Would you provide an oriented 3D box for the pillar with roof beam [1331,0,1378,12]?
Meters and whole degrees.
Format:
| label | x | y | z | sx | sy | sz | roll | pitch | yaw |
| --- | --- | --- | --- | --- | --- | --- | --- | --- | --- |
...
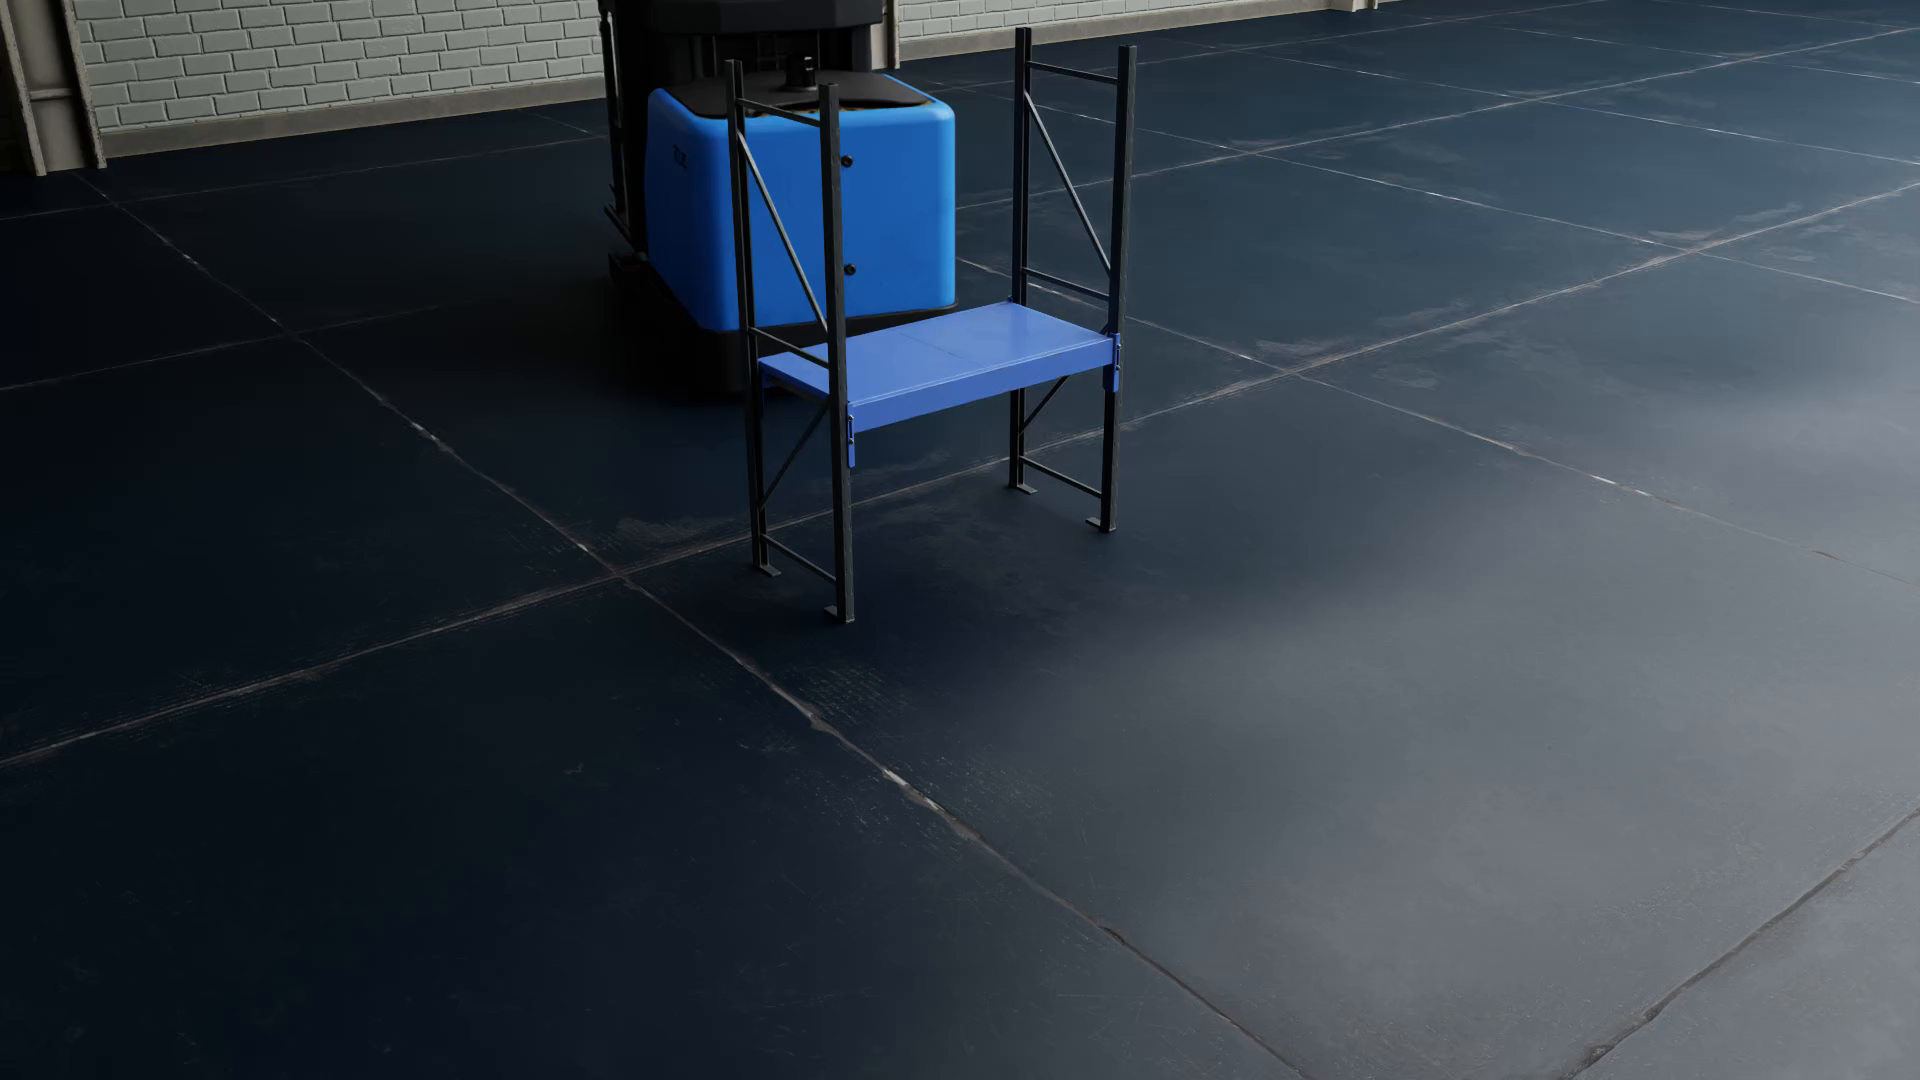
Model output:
| label | x | y | z | sx | sy | sz | roll | pitch | yaw |
| --- | --- | --- | --- | --- | --- | --- | --- | --- | --- |
| pillar with roof beam | 6.643 | -8.048 | 11.901 | 0.400 | 9.000 | 9.100 | -18 | 31 | -34 |

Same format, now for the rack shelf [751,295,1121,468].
| label | x | y | z | sx | sy | sz | roll | pitch | yaw |
| --- | --- | --- | --- | --- | --- | --- | --- | --- | --- |
| rack shelf | -0.067 | -0.495 | 4.962 | 1.000 | 0.185 | 0.538 | -18 | 31 | -34 |

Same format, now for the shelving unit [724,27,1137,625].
| label | x | y | z | sx | sy | sz | roll | pitch | yaw |
| --- | --- | --- | --- | --- | --- | --- | --- | --- | --- |
| shelving unit | -0.067 | -0.658 | 4.887 | 1.048 | 1.500 | 0.538 | -18 | 31 | -34 |

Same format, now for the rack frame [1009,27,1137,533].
| label | x | y | z | sx | sy | sz | roll | pitch | yaw |
| --- | --- | --- | --- | --- | --- | --- | --- | --- | --- |
| rack frame | 0.333 | -0.790 | 5.171 | 0.032 | 1.500 | 0.500 | -18 | 31 | -34 |

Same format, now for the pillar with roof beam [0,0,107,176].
| label | x | y | z | sx | sy | sz | roll | pitch | yaw |
| --- | --- | --- | --- | --- | --- | --- | --- | --- | --- |
| pillar with roof beam | -2.800 | -4.930 | 5.184 | 0.400 | 9.000 | 9.100 | -18 | 31 | -34 |

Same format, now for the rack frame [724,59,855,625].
| label | x | y | z | sx | sy | sz | roll | pitch | yaw |
| --- | --- | --- | --- | --- | --- | --- | --- | --- | --- |
| rack frame | -0.467 | -0.526 | 4.602 | 0.032 | 1.500 | 0.500 | -18 | 31 | -34 |

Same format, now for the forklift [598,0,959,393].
| label | x | y | z | sx | sy | sz | roll | pitch | yaw |
| --- | --- | --- | --- | --- | --- | --- | --- | --- | --- |
| forklift | -0.999 | -2.478 | 7.108 | 1.130 | 2.935 | 3.031 | -9 | 26 | -19 |

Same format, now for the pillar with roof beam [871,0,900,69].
| label | x | y | z | sx | sy | sz | roll | pitch | yaw |
| --- | --- | --- | --- | --- | --- | --- | --- | --- | --- |
| pillar with roof beam | 1.921 | -6.489 | 8.542 | 0.400 | 9.000 | 9.100 | -18 | 31 | -34 |
